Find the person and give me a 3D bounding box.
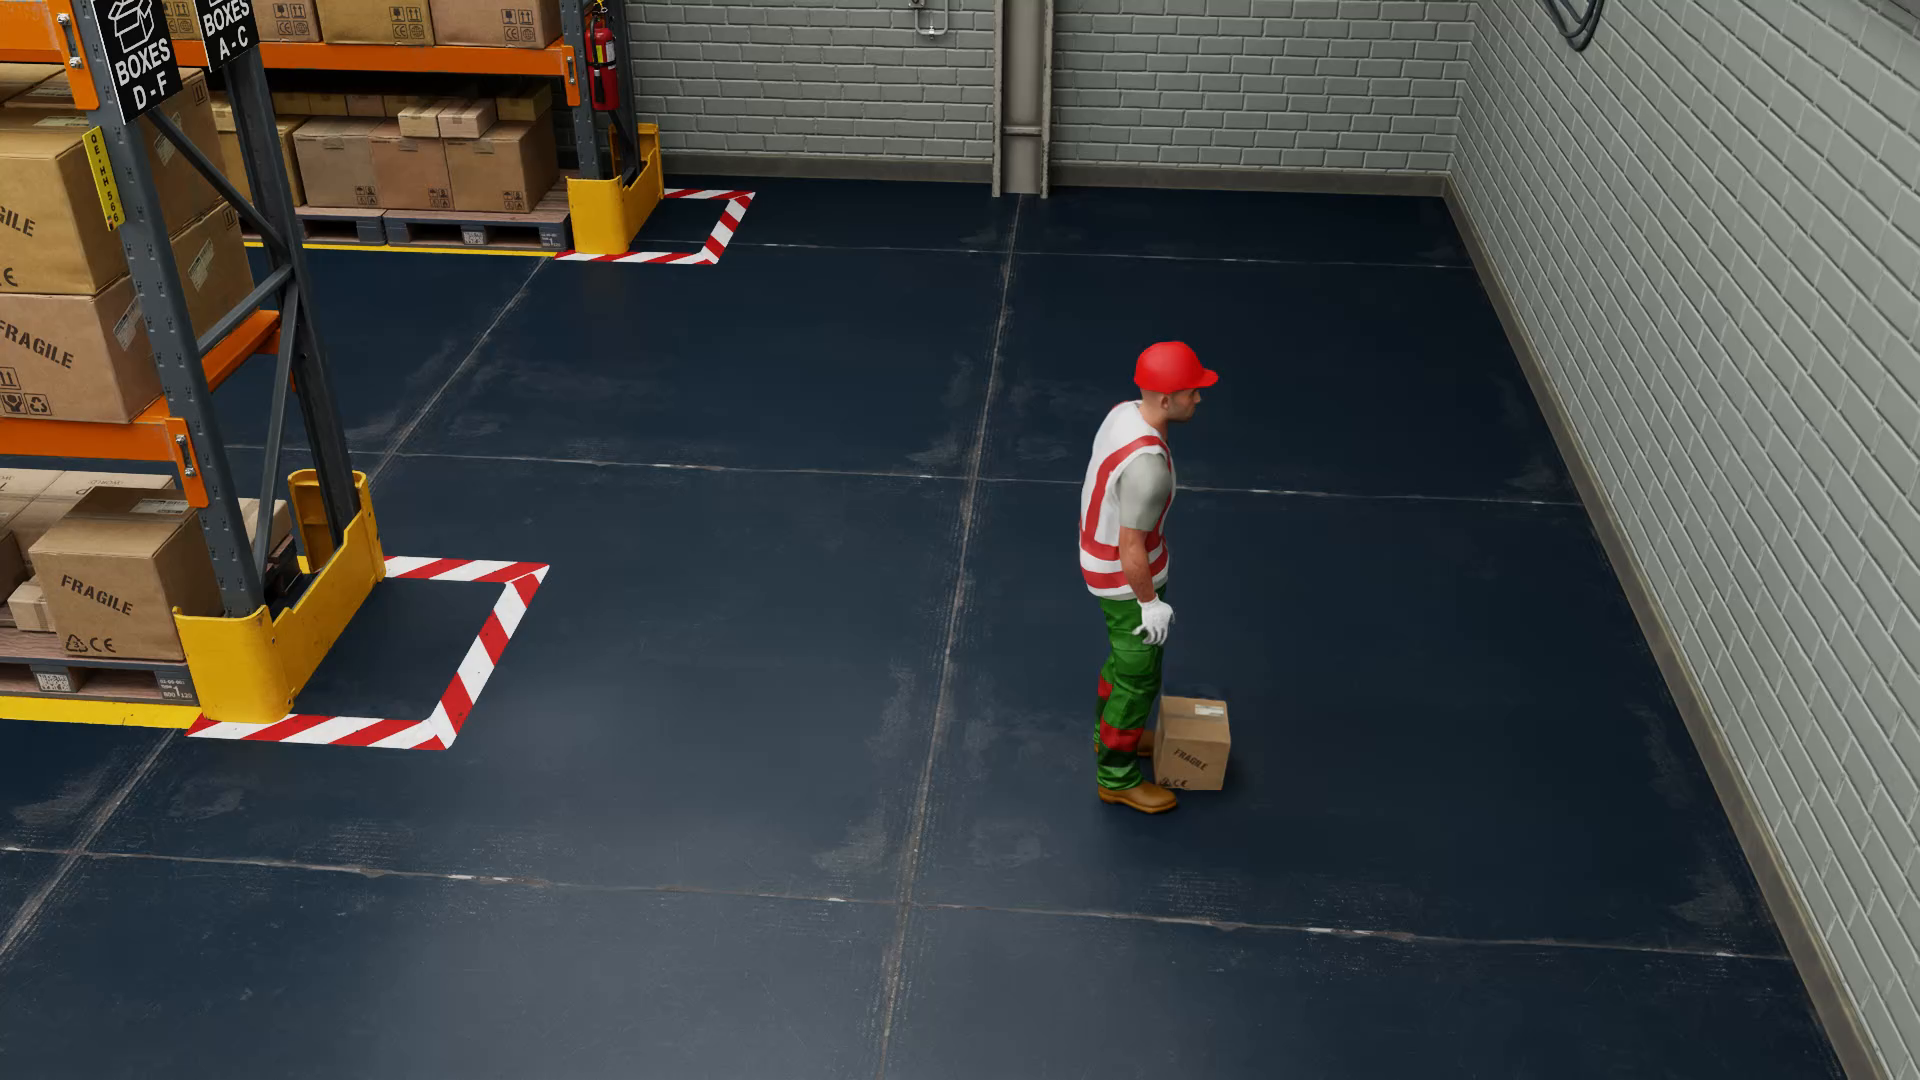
[{"bbox_3d":[0.640,0.121,5.924,0.441,1.780,0.579,1,32,2],"label":"person"}]
